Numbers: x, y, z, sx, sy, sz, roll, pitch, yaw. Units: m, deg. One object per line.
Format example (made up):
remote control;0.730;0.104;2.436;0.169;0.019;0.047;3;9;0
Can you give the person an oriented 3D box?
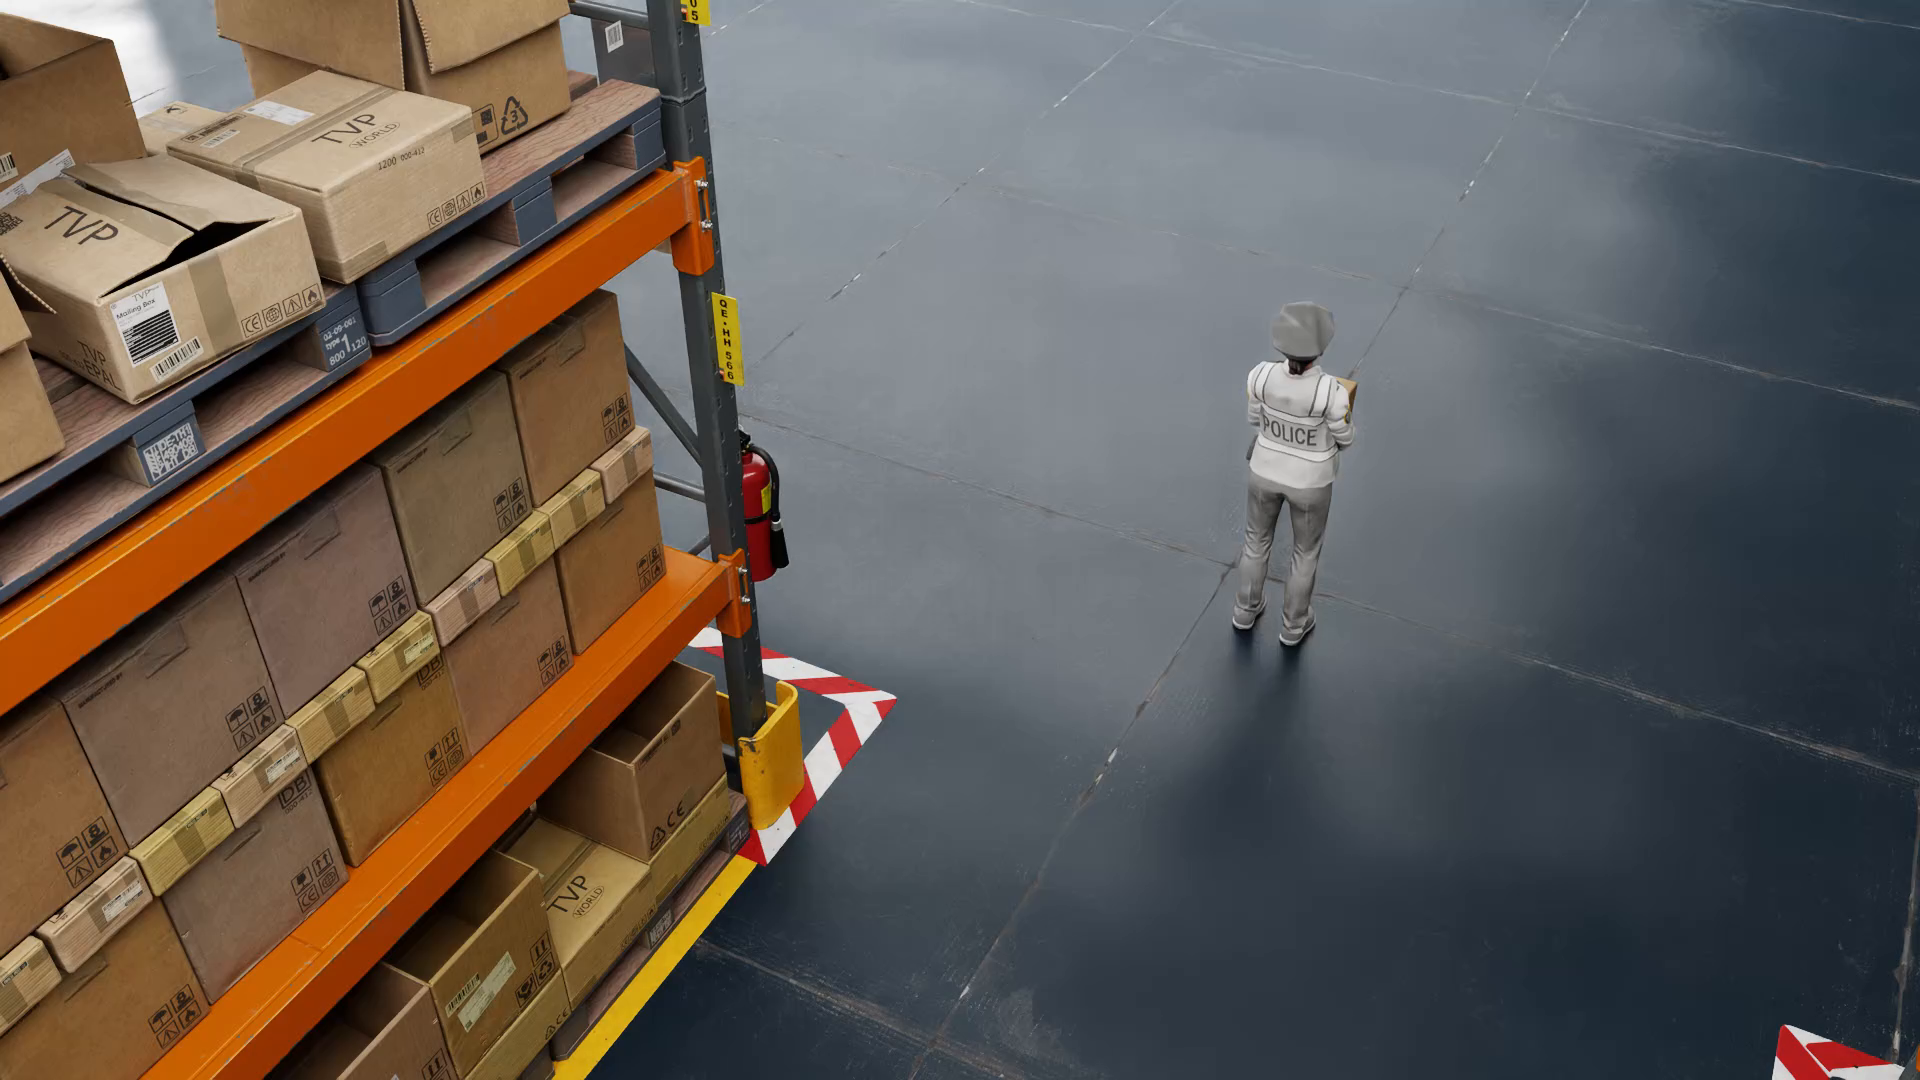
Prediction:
person;1.438;-0.314;7.125;0.461;1.687;0.563;18;42;21
